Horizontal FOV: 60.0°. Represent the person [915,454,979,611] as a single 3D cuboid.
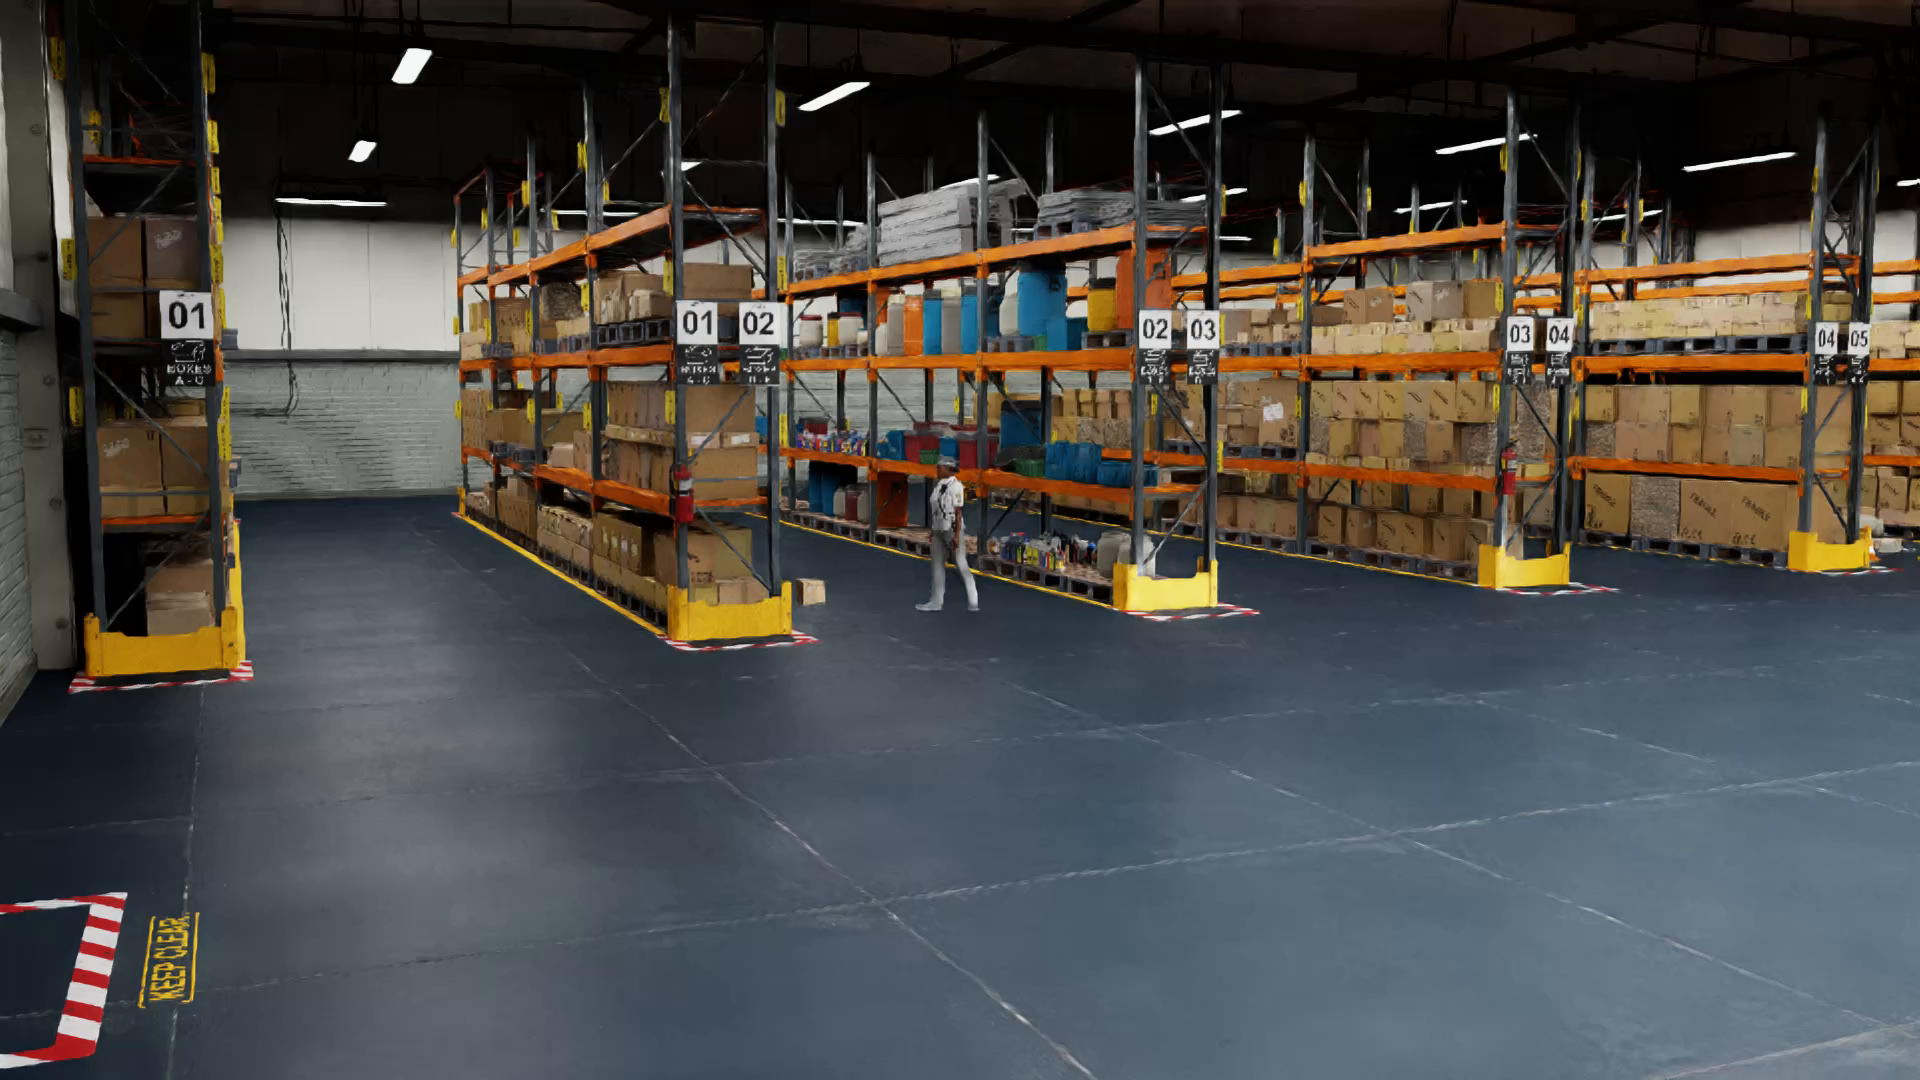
[{"bbox_3d":[-0.146,-0.079,17.677,0.615,1.662,0.684,-3,6,-32],"label":"person"}]
